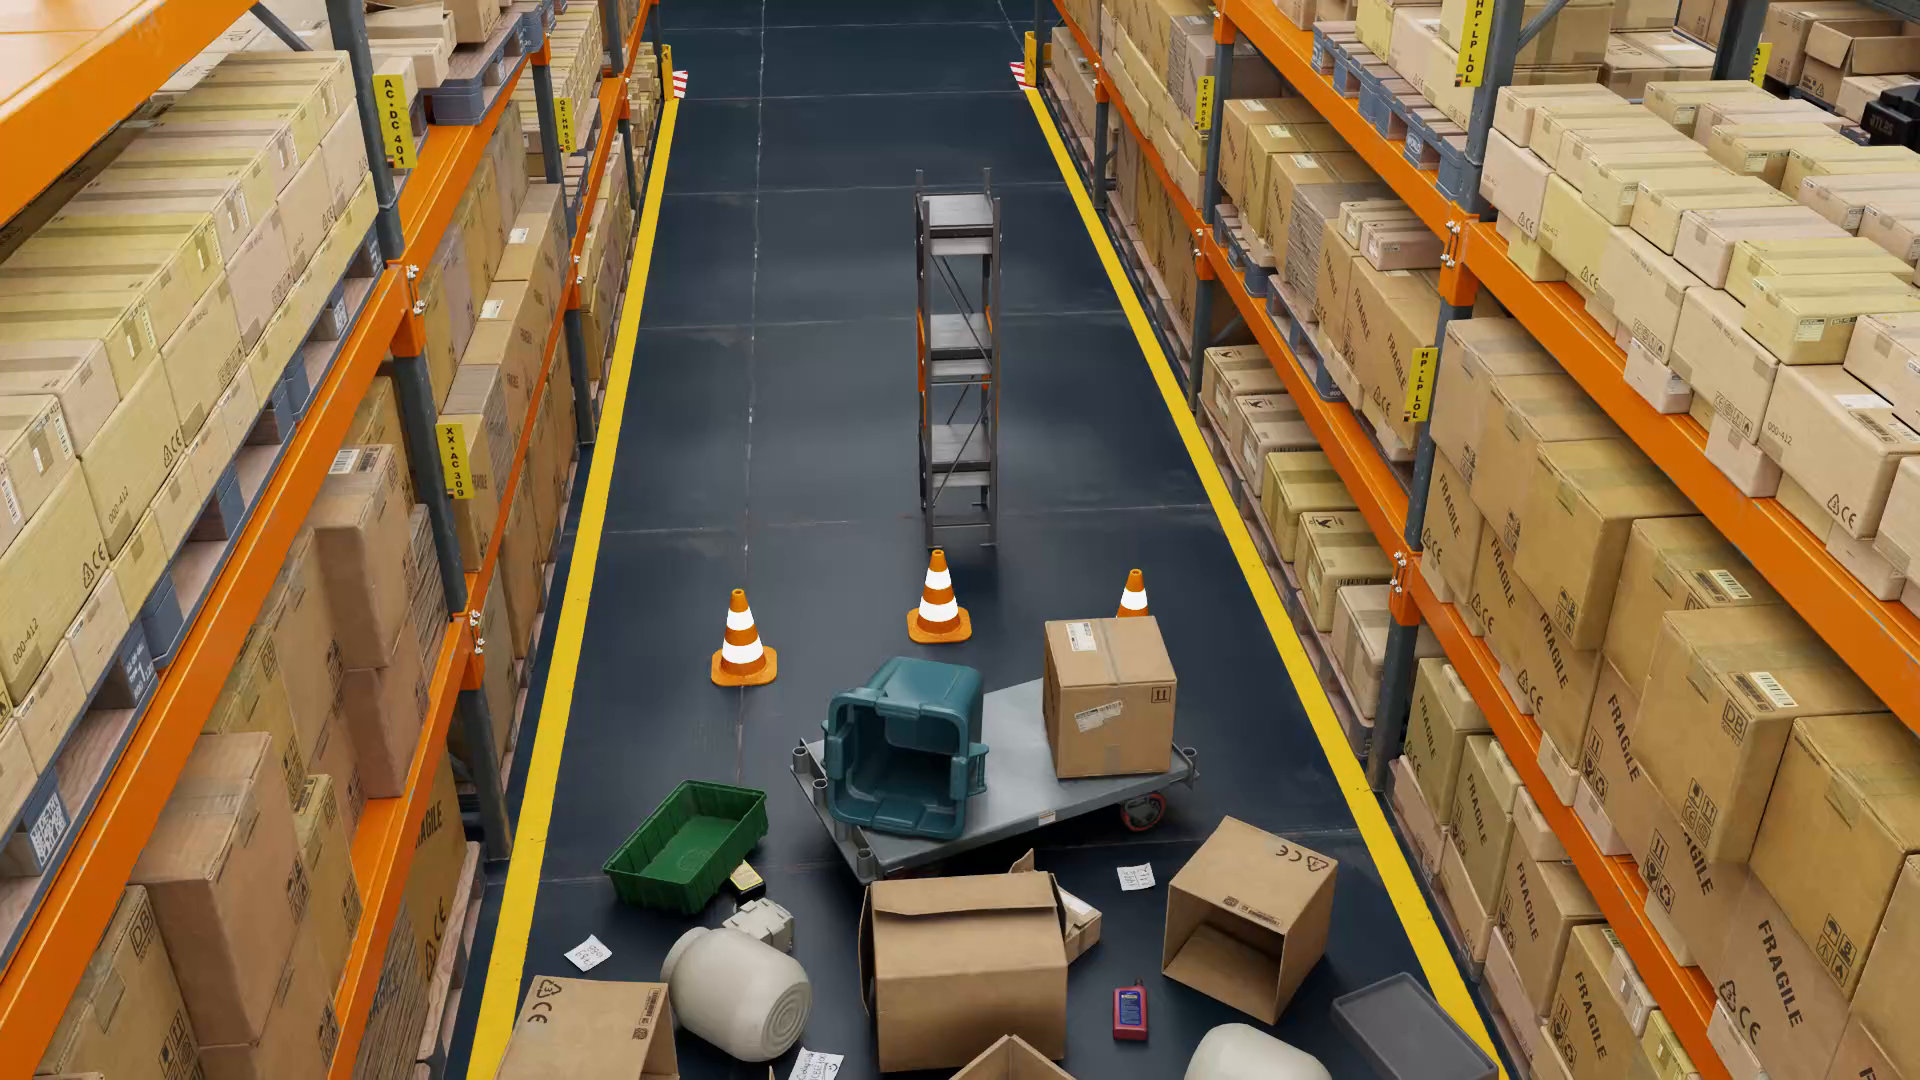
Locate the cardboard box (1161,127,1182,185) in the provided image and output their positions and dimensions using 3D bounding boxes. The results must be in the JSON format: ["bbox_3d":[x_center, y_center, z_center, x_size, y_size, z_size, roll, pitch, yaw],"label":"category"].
[{"bbox_3d":[1.677,-2.642,11.395,0.500,0.250,0.500,-2,31,-4],"label":"cardboard box"}]

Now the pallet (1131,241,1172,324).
[{"bbox_3d":[1.937,-2.031,12.945,1.003,0.211,1.213,-3,31,-5],"label":"pallet"}]

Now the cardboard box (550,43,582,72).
[{"bbox_3d":[-2.893,-3.421,11.808,0.380,0.149,0.250,-4,31,-7],"label":"cardboard box"}]

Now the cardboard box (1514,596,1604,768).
[{"bbox_3d":[2.288,0.421,5.733,0.500,0.500,0.500,-3,31,-5],"label":"cardboard box"}]

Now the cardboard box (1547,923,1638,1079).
[{"bbox_3d":[2.367,1.641,5.618,0.500,0.500,0.500,-3,31,-6],"label":"cardboard box"}]

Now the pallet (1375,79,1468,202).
[{"bbox_3d":[2.468,-1.686,6.906,1.213,0.211,1.003,-3,31,-5],"label":"pallet"}]

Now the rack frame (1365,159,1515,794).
[{"bbox_3d":[2.420,-0.159,7.091,1.000,3.000,0.127,-3,31,-5],"label":"rack frame"}]

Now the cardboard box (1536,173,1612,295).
[{"bbox_3d":[2.246,-1.009,5.446,0.500,0.250,0.500,-3,31,-5],"label":"cardboard box"}]

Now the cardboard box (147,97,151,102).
[{"bbox_3d":[-8.428,-4.756,16.449,0.875,0.875,0.875,-3,31,-5],"label":"cardboard box"}]

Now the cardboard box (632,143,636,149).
[{"bbox_3d":[-3.134,-3.499,15.054,0.380,0.149,0.250,-3,31,-6],"label":"cardboard box"}]

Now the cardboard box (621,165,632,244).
[{"bbox_3d":[-2.926,-2.696,13.366,0.500,0.500,0.500,-3,31,-6],"label":"cardboard box"}]

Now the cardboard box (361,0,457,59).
[{"bbox_3d":[-2.463,-2.289,7.356,0.396,0.266,0.258,-3,31,-5],"label":"cardboard box"}]

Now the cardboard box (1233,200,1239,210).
[{"bbox_3d":[1.892,-2.098,10.174,0.380,0.149,0.250,-4,31,-7],"label":"cardboard box"}]

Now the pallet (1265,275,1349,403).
[{"bbox_3d":[2.272,-1.110,8.870,1.003,0.211,1.213,-3,31,-5],"label":"pallet"}]

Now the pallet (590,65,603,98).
[{"bbox_3d":[-3.320,-3.475,12.830,1.003,0.211,1.213,-3,31,-5],"label":"pallet"}]

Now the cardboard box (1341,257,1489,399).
[{"bbox_3d":[2.101,-0.987,7.681,0.500,0.500,0.500,-3,31,-4],"label":"cardboard box"}]

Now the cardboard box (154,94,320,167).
[{"bbox_3d":[-2.101,-1.187,4.847,0.380,0.149,0.250,-3,31,-5],"label":"cardboard box"}]

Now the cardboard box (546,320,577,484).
[{"bbox_3d":[-2.905,-0.811,9.968,1.050,0.750,0.750,-3,31,-5],"label":"cardboard box"}]

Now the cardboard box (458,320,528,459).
[{"bbox_3d":[-2.372,-0.707,7.912,0.500,0.500,0.500,-3,31,-5],"label":"cardboard box"}]

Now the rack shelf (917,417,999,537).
[{"bbox_3d":[-0.015,-0.373,9.719,0.431,0.518,0.480,-3,31,-5],"label":"rack shelf"}]

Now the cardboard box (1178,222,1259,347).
[{"bbox_3d":[2.065,-1.825,11.544,0.875,0.875,0.875,-3,31,-5],"label":"cardboard box"}]

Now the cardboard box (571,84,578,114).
[{"bbox_3d":[-2.840,-3.026,11.437,0.380,0.149,0.250,-3,31,-5],"label":"cardboard box"}]

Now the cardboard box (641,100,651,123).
[{"bbox_3d":[-3.116,-4.025,15.644,0.380,0.149,0.250,-2,31,-4],"label":"cardboard box"}]

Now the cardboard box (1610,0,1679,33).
[{"bbox_3d":[2.708,-2.348,7.081,0.500,0.250,0.500,-3,31,-6],"label":"cardboard box"}]

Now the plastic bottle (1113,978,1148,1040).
[{"bbox_3d":[0.673,1.852,6.591,0.133,0.061,0.283,2,31,4],"label":"plastic bottle"}]

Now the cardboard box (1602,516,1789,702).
[{"bbox_3d":[2.430,0.258,5.031,0.700,0.500,0.500,-3,31,-5],"label":"cardboard box"}]

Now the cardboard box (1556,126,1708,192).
[{"bbox_3d":[2.194,-1.238,5.440,0.380,0.149,0.250,-4,31,-6],"label":"cardboard box"}]

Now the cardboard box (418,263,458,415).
[{"bbox_3d":[-2.601,-0.858,7.189,0.700,0.500,0.500,-3,31,-5],"label":"cardboard box"}]

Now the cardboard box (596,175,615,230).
[{"bbox_3d":[-2.827,-2.483,12.279,0.500,0.250,0.500,-4,31,-7],"label":"cardboard box"}]

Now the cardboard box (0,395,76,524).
[{"bbox_3d":[-1.909,-0.146,3.106,0.380,0.149,0.250,-2,31,-4],"label":"cardboard box"}]

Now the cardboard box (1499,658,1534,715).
[{"bbox_3d":[2.249,0.514,6.210,0.380,0.149,0.250,-2,31,-3],"label":"cardboard box"}]

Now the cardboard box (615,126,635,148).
[{"bbox_3d":[-3.039,-3.495,14.467,0.380,0.149,0.250,-1,31,-2],"label":"cardboard box"}]

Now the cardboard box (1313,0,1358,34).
[{"bbox_3d":[2.217,-2.755,8.413,0.797,0.503,0.637,-3,31,-5],"label":"cardboard box"}]

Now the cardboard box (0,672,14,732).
[{"bbox_3d":[-1.915,0.339,2.681,0.500,0.250,0.500,-3,31,-5],"label":"cardboard box"}]

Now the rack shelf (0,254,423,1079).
[{"bbox_3d":[-2.312,0.172,4.313,1.077,0.370,4.000,-3,31,-5],"label":"rack shelf"}]

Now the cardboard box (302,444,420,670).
[{"bbox_3d":[-2.331,0.067,5.513,0.875,0.550,0.550,-3,31,-5],"label":"cardboard box"}]

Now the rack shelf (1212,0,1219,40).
[{"bbox_3d":[1.859,-4.201,11.635,1.077,0.370,4.000,-3,31,-5],"label":"rack shelf"}]

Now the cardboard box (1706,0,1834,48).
[{"bbox_3d":[6.485,-4.184,13.323,0.700,0.500,0.500,-2,31,-4],"label":"cardboard box"}]

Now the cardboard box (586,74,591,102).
[{"bbox_3d":[-2.911,-3.304,12.192,0.380,0.149,0.250,-4,31,-7],"label":"cardboard box"}]

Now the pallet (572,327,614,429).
[{"bbox_3d":[-2.944,-1.114,11.409,1.003,0.211,1.213,-3,31,-5],"label":"pallet"}]

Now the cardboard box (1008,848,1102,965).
[{"bbox_3d":[0.359,1.534,6.923,0.396,0.266,0.258,27,40,37],"label":"cardboard box"}]

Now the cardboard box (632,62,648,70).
[{"bbox_3d":[-3.240,-4.558,16.246,0.380,0.149,0.250,-4,31,-7],"label":"cardboard box"}]

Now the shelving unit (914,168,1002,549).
[{"bbox_3d":[-0.015,-0.986,9.354,0.431,2.100,0.503,-3,31,-5],"label":"shelving unit"}]

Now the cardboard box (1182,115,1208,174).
[{"bbox_3d":[1.748,-2.586,10.814,0.500,0.250,0.500,-3,31,-5],"label":"cardboard box"}]

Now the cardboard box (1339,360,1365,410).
[{"bbox_3d":[2.030,-0.746,7.909,0.380,0.149,0.250,-3,31,-5],"label":"cardboard box"}]

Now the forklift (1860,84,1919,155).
[{"bbox_3d":[4.734,-0.550,7.813,1.130,2.935,3.031,-3,31,-4],"label":"forklift"}]

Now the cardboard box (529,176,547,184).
[{"bbox_3d":[-2.713,-2.223,10.382,0.380,0.149,0.250,-3,31,-5],"label":"cardboard box"}]

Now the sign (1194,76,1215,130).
[{"bbox_3d":[1.494,-2.670,10.166,0.100,0.325,0.005,-3,31,-5],"label":"sign"}]

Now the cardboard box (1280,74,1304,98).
[{"bbox_3d":[2.244,-2.936,10.669,0.500,0.500,0.500,-4,31,-6],"label":"cardboard box"}]

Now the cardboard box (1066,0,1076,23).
[{"bbox_3d":[1.260,-5.029,15.147,0.500,0.500,0.500,-3,31,-5],"label":"cardboard box"}]

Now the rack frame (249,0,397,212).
[{"bbox_3d":[-2.499,-2.445,5.069,1.000,3.000,0.127,-3,31,-5],"label":"rack frame"}]

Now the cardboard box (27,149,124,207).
[{"bbox_3d":[-2.683,-0.923,4.795,0.500,0.250,0.500,-3,31,-5],"label":"cardboard box"}]

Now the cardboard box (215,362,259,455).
[{"bbox_3d":[-2.003,-0.323,4.179,0.380,0.149,0.250,-3,31,-5],"label":"cardboard box"}]

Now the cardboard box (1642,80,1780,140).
[{"bbox_3d":[2.667,-1.529,5.928,0.380,0.149,0.250,-2,31,-4],"label":"cardboard box"}]

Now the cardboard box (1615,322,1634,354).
[{"bbox_3d":[2.305,-0.643,5.222,0.380,0.149,0.250,-4,31,-6],"label":"cardboard box"}]
